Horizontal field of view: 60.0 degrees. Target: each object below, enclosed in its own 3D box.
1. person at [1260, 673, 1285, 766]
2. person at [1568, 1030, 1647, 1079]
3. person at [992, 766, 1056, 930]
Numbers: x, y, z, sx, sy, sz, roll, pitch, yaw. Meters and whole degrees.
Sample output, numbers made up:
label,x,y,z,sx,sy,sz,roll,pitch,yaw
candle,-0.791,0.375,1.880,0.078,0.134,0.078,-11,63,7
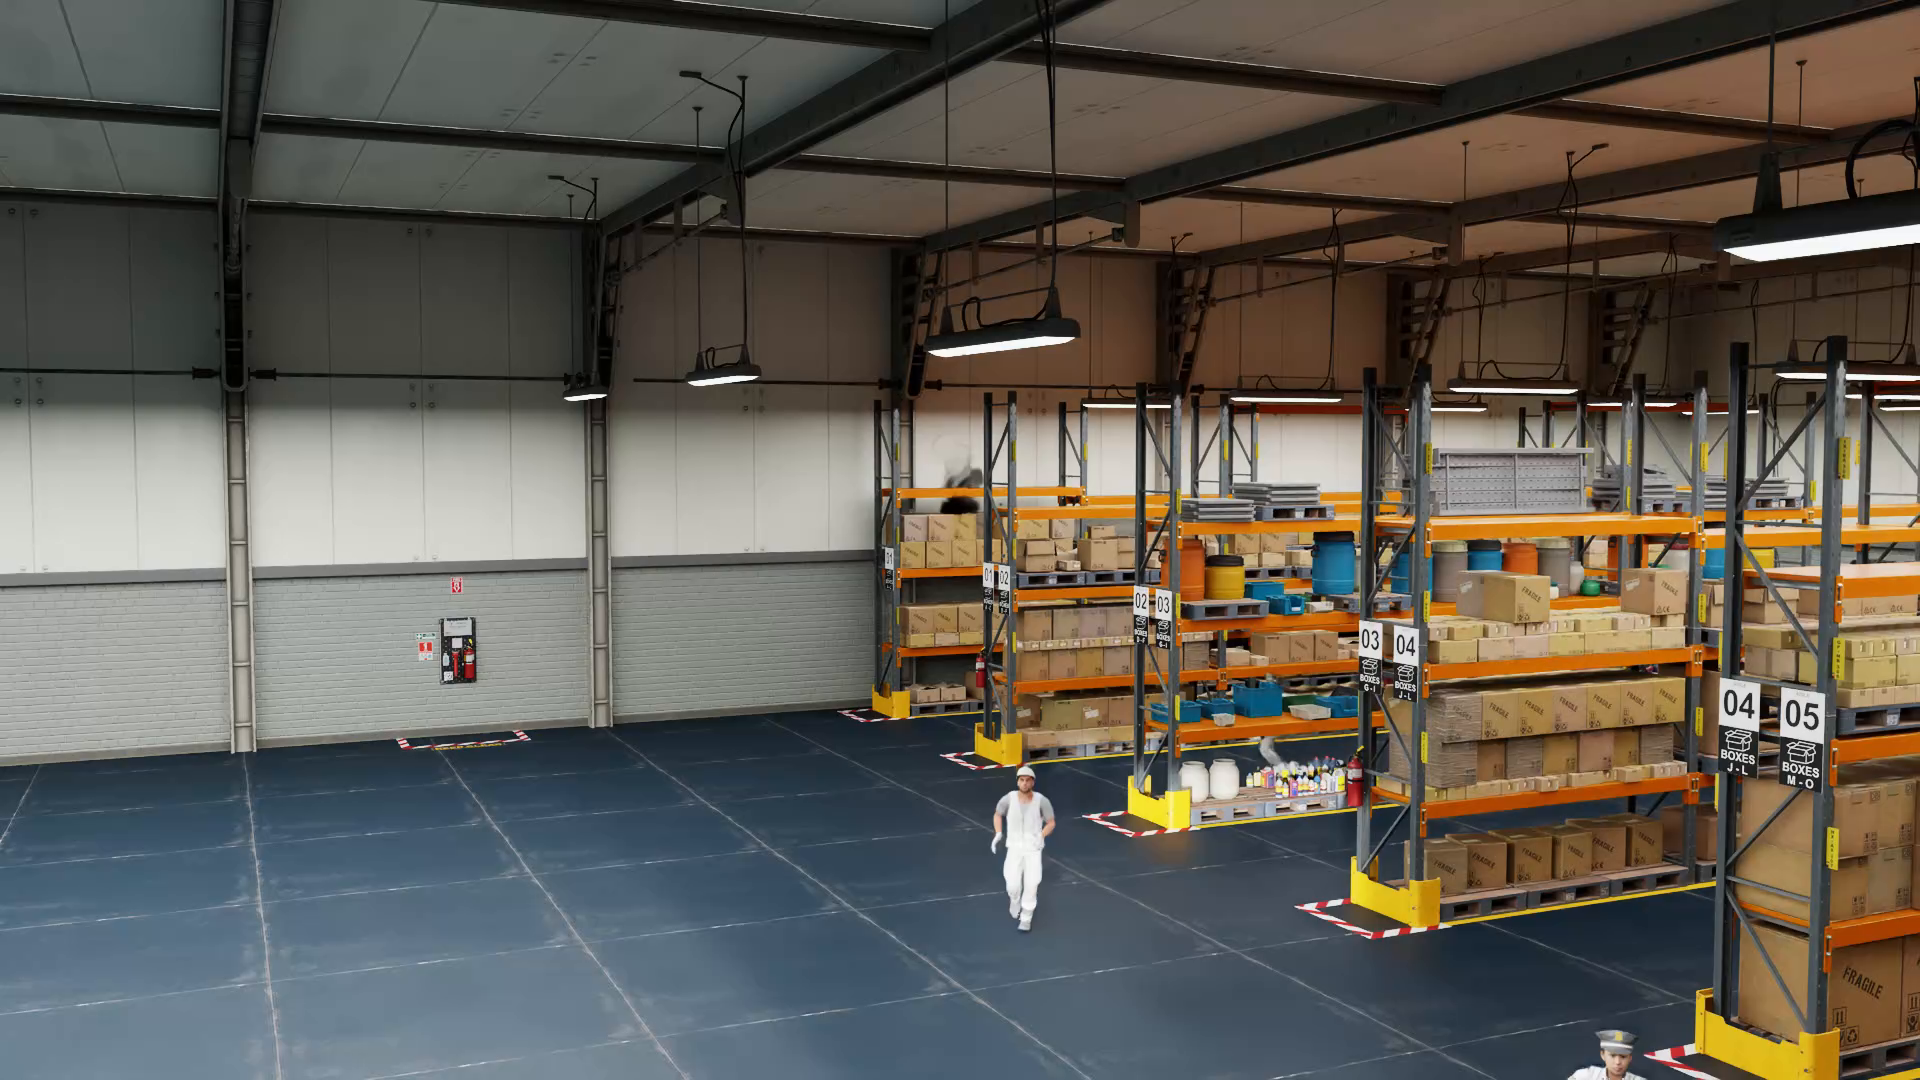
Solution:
label,x,y,z,sx,sy,sz,roll,pitch,yaw
person,4.720,2.853,25.331,0.603,1.660,0.613,-1,4,-23
person,3.888,3.734,9.901,0.615,1.709,0.906,1,3,18
person,0.672,3.266,17.558,0.671,1.739,0.591,0,3,5
